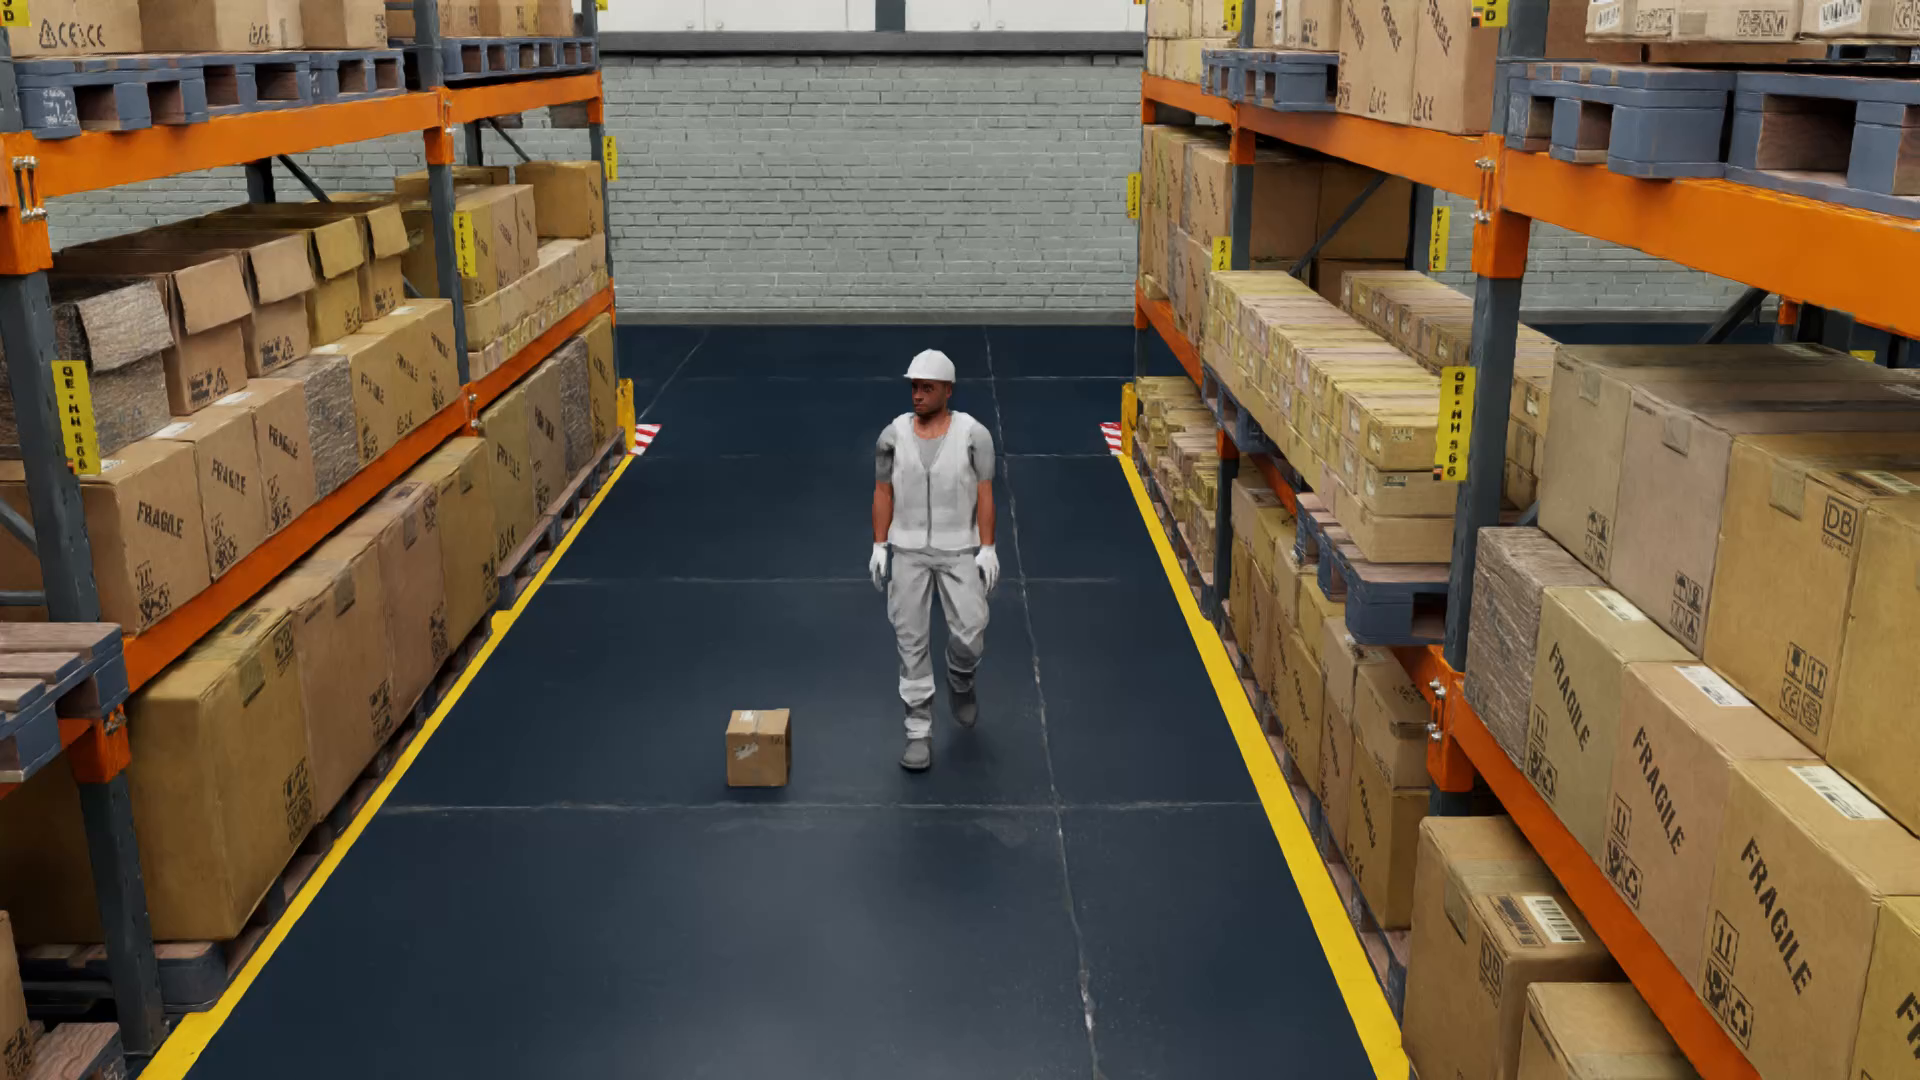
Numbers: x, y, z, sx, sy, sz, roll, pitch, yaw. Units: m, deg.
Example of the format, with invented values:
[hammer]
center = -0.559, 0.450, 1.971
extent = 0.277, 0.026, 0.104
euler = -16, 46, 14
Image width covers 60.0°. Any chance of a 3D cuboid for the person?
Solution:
[person]
center = -0.119, 0.072, 7.244
extent = 0.584, 1.779, 0.632
euler = 2, 17, 7
